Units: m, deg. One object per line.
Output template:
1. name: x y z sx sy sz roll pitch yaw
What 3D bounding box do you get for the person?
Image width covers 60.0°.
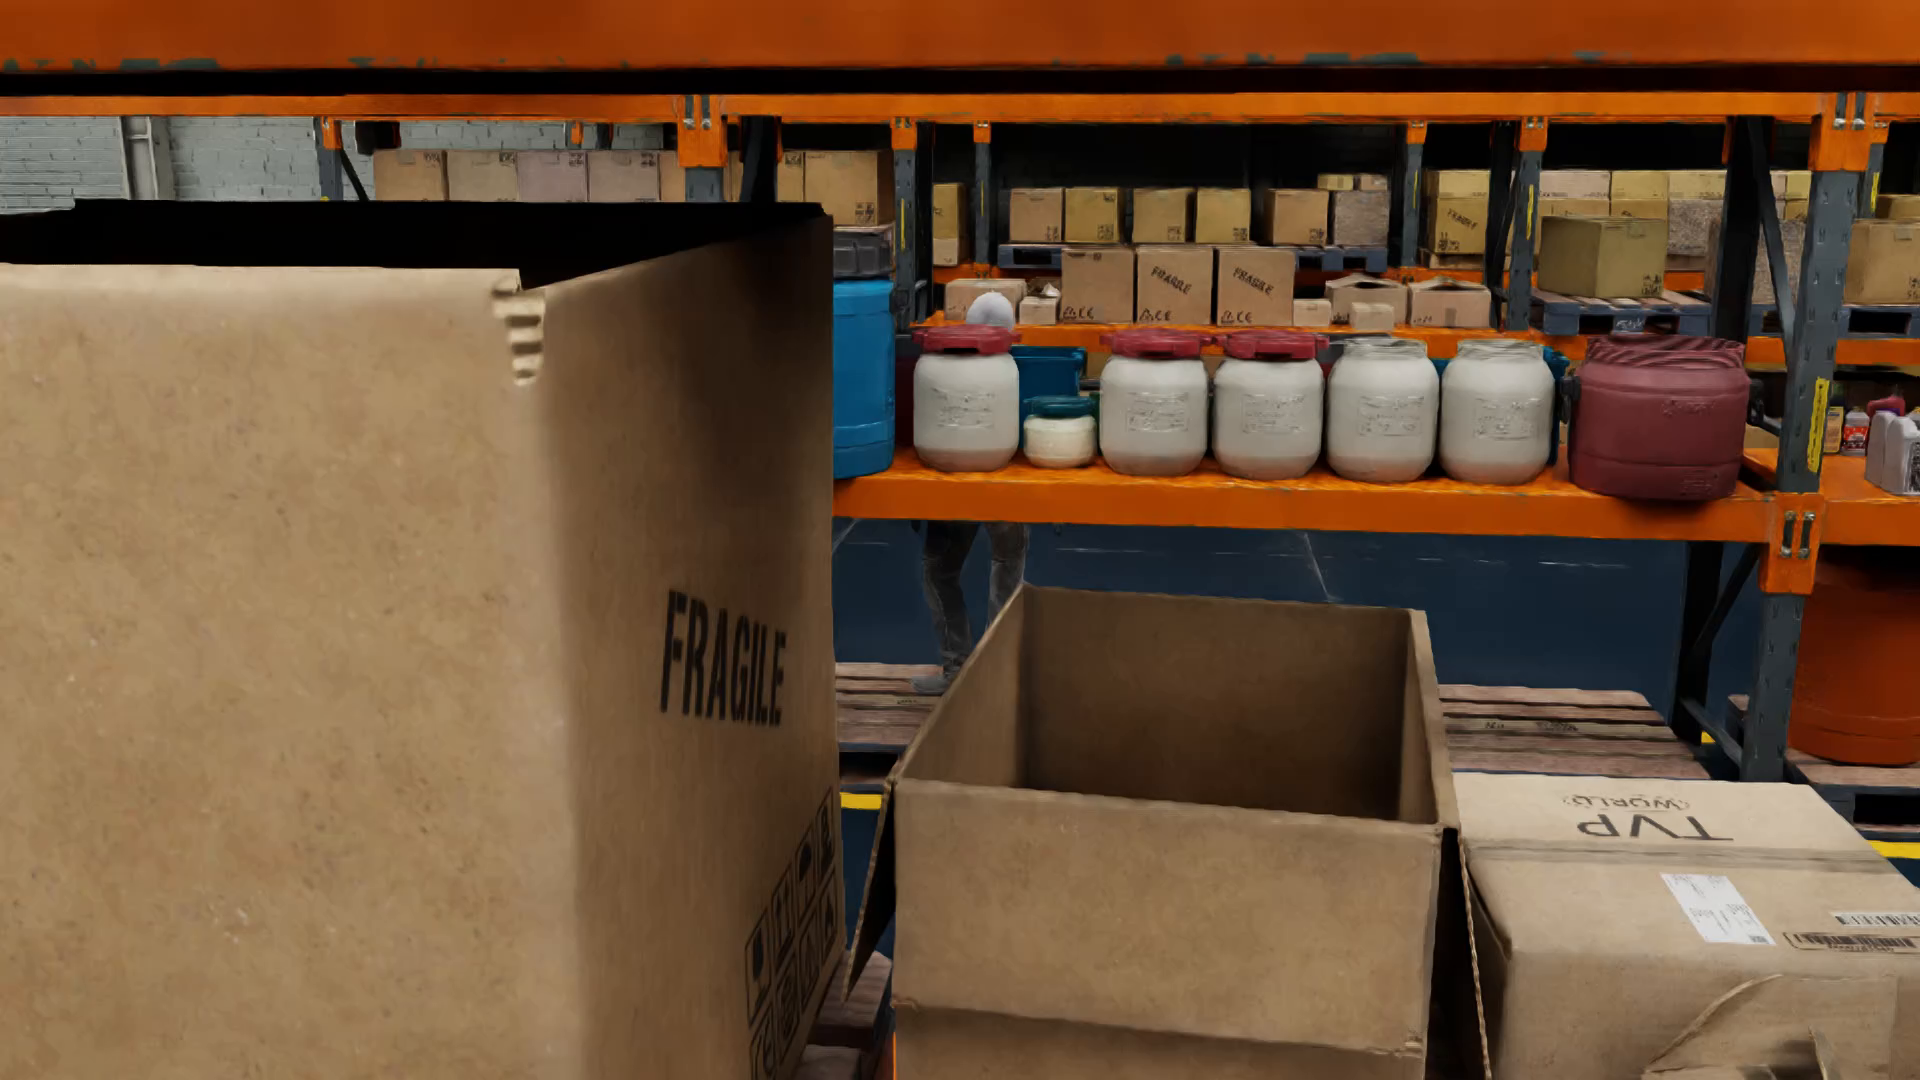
1. person: 0.104 -0.222 7.281 0.702 1.719 0.603 -2 14 -10
